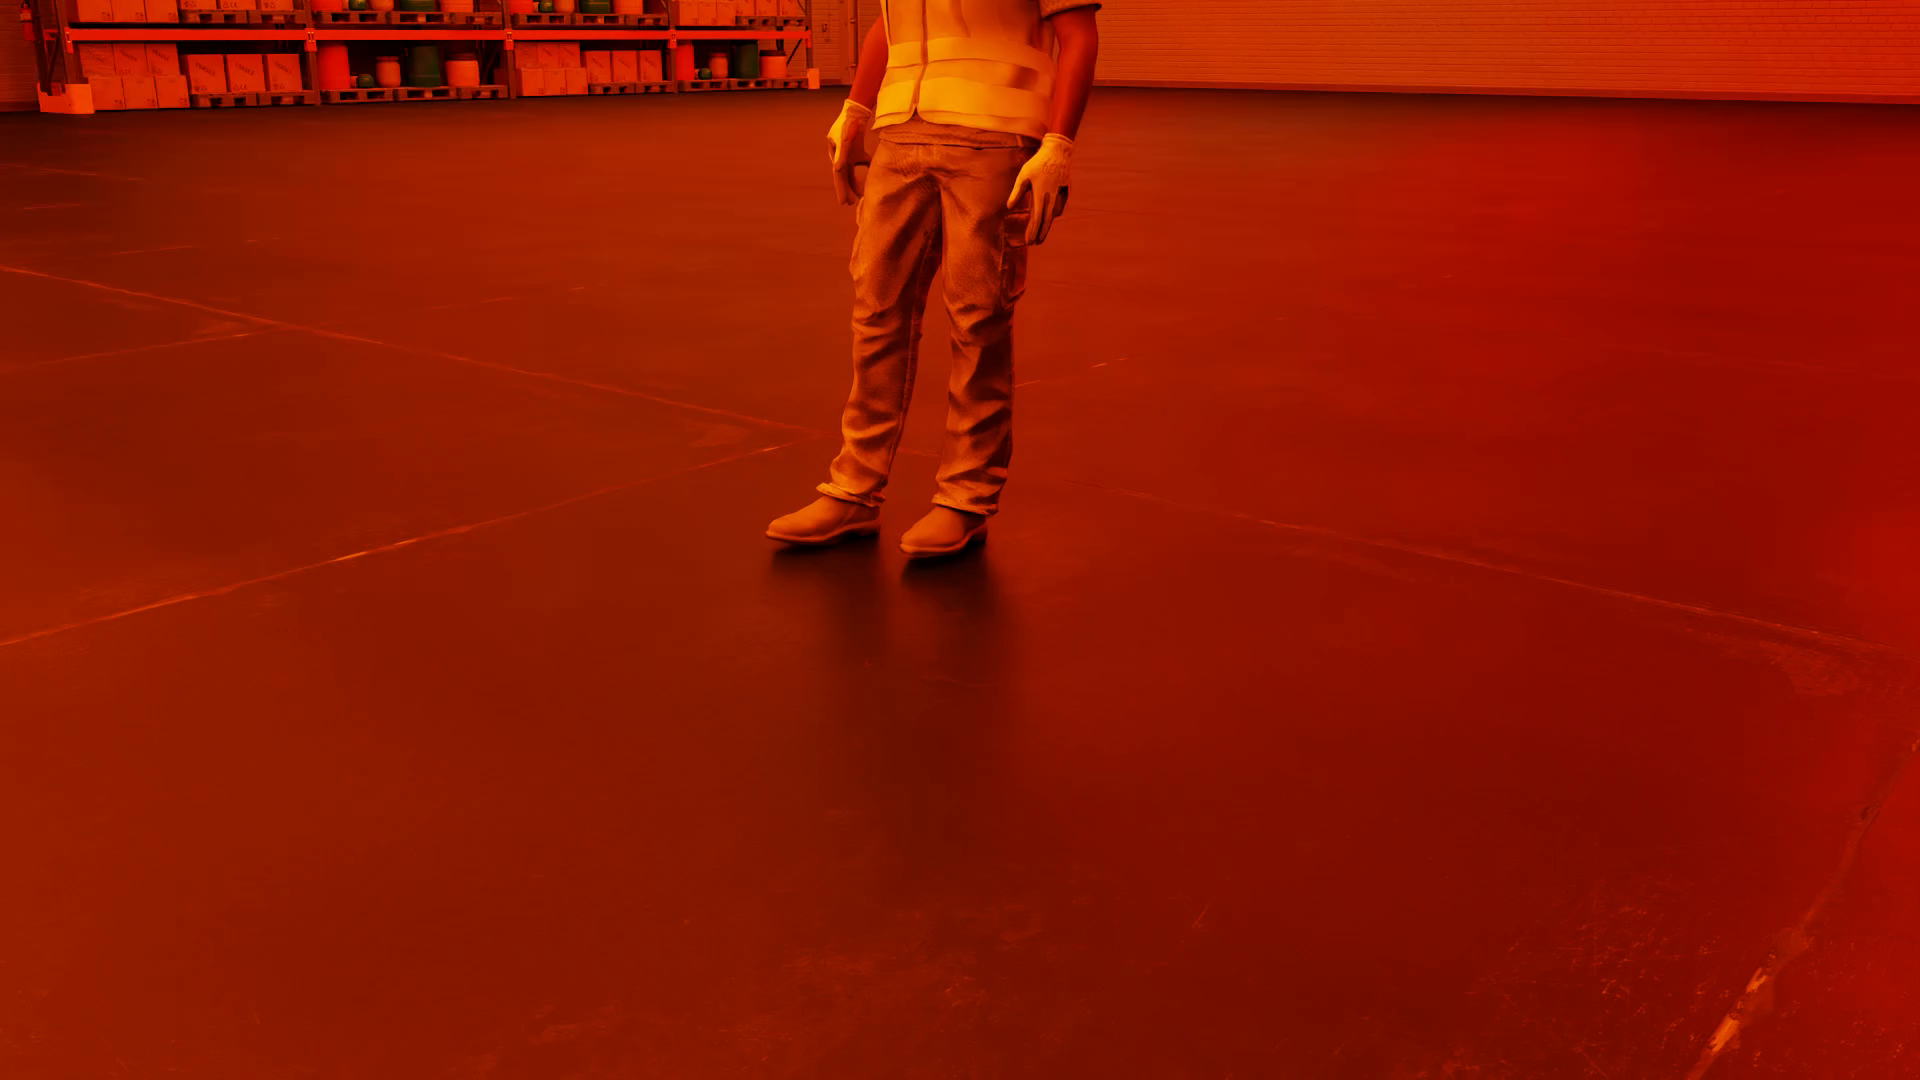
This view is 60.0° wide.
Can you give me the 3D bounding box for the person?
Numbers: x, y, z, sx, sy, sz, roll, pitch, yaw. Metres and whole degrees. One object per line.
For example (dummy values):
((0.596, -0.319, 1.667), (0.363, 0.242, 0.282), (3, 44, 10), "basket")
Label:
((-0.053, -0.846, 3.634), (0.656, 1.782, 0.577), (13, 21, 37), "person")
